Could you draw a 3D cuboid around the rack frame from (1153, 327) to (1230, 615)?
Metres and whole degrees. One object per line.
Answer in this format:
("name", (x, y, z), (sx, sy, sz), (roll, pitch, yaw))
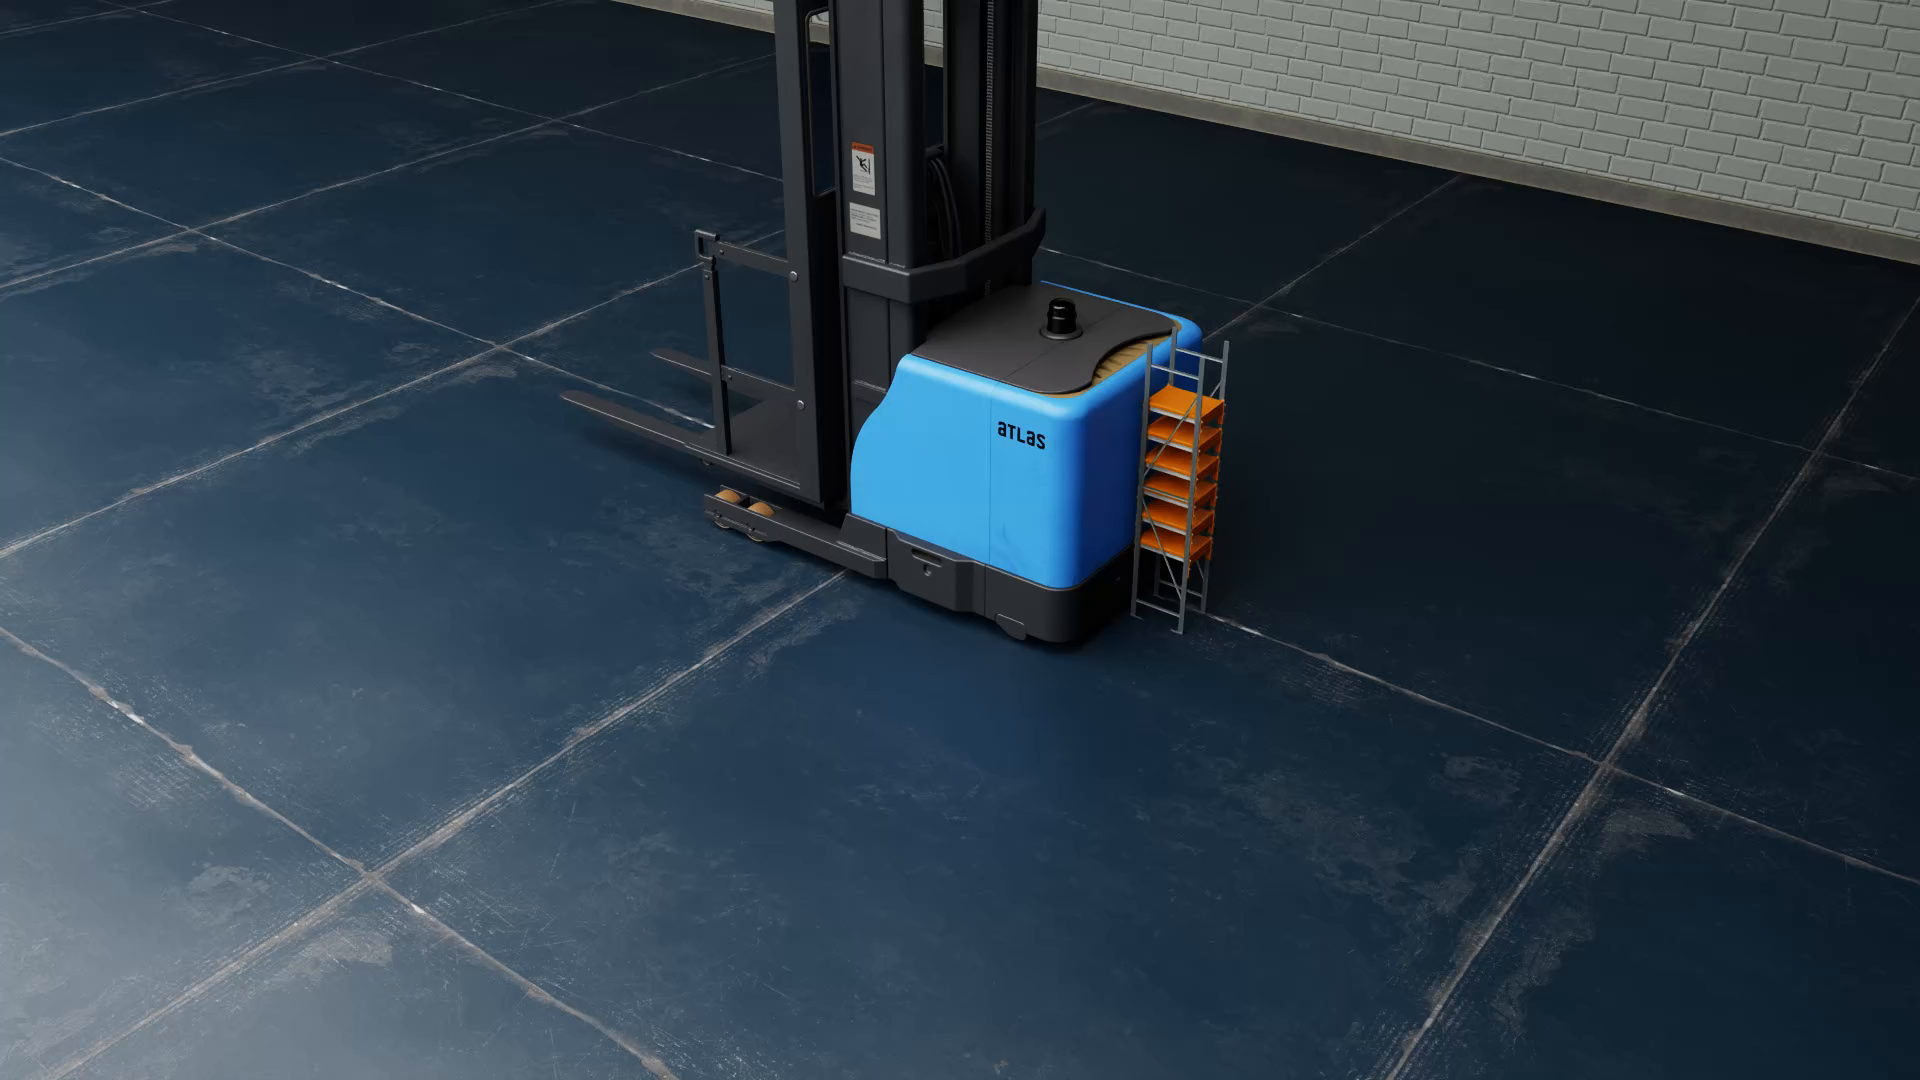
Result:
("rack frame", (0.896, -0.250, 6.494), (0.240, 1.200, 0.006), (20, 36, 30))

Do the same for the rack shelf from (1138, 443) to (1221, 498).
("rack shelf", (0.842, -0.277, 6.392), (0.258, 0.103, 0.180), (20, 36, 30))

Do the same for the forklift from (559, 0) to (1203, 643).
("forklift", (-0.509, -1.450, 6.822), (3.031, 2.935, 1.130), (20, 36, 30))

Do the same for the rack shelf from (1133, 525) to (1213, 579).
("rack shelf", (0.842, 0.033, 6.576), (0.258, 0.103, 0.180), (20, 36, 30))

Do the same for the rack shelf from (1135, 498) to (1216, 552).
("rack shelf", (0.842, -0.070, 6.515), (0.258, 0.103, 0.180), (20, 36, 30))

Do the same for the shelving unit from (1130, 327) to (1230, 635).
("shelving unit", (0.842, -0.212, 6.431), (0.258, 1.200, 0.189), (20, 36, 30))

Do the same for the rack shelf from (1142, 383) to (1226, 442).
("rack shelf", (0.842, -0.483, 6.270), (0.258, 0.103, 0.180), (20, 36, 30))

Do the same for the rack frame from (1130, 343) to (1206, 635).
("rack frame", (0.788, -0.174, 6.367), (0.240, 1.200, 0.006), (20, 36, 30))

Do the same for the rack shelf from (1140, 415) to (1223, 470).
("rack shelf", (0.842, -0.380, 6.331), (0.258, 0.103, 0.180), (20, 36, 30))

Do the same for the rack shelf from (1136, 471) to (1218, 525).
("rack shelf", (0.842, -0.174, 6.453), (0.258, 0.103, 0.180), (20, 36, 30))
